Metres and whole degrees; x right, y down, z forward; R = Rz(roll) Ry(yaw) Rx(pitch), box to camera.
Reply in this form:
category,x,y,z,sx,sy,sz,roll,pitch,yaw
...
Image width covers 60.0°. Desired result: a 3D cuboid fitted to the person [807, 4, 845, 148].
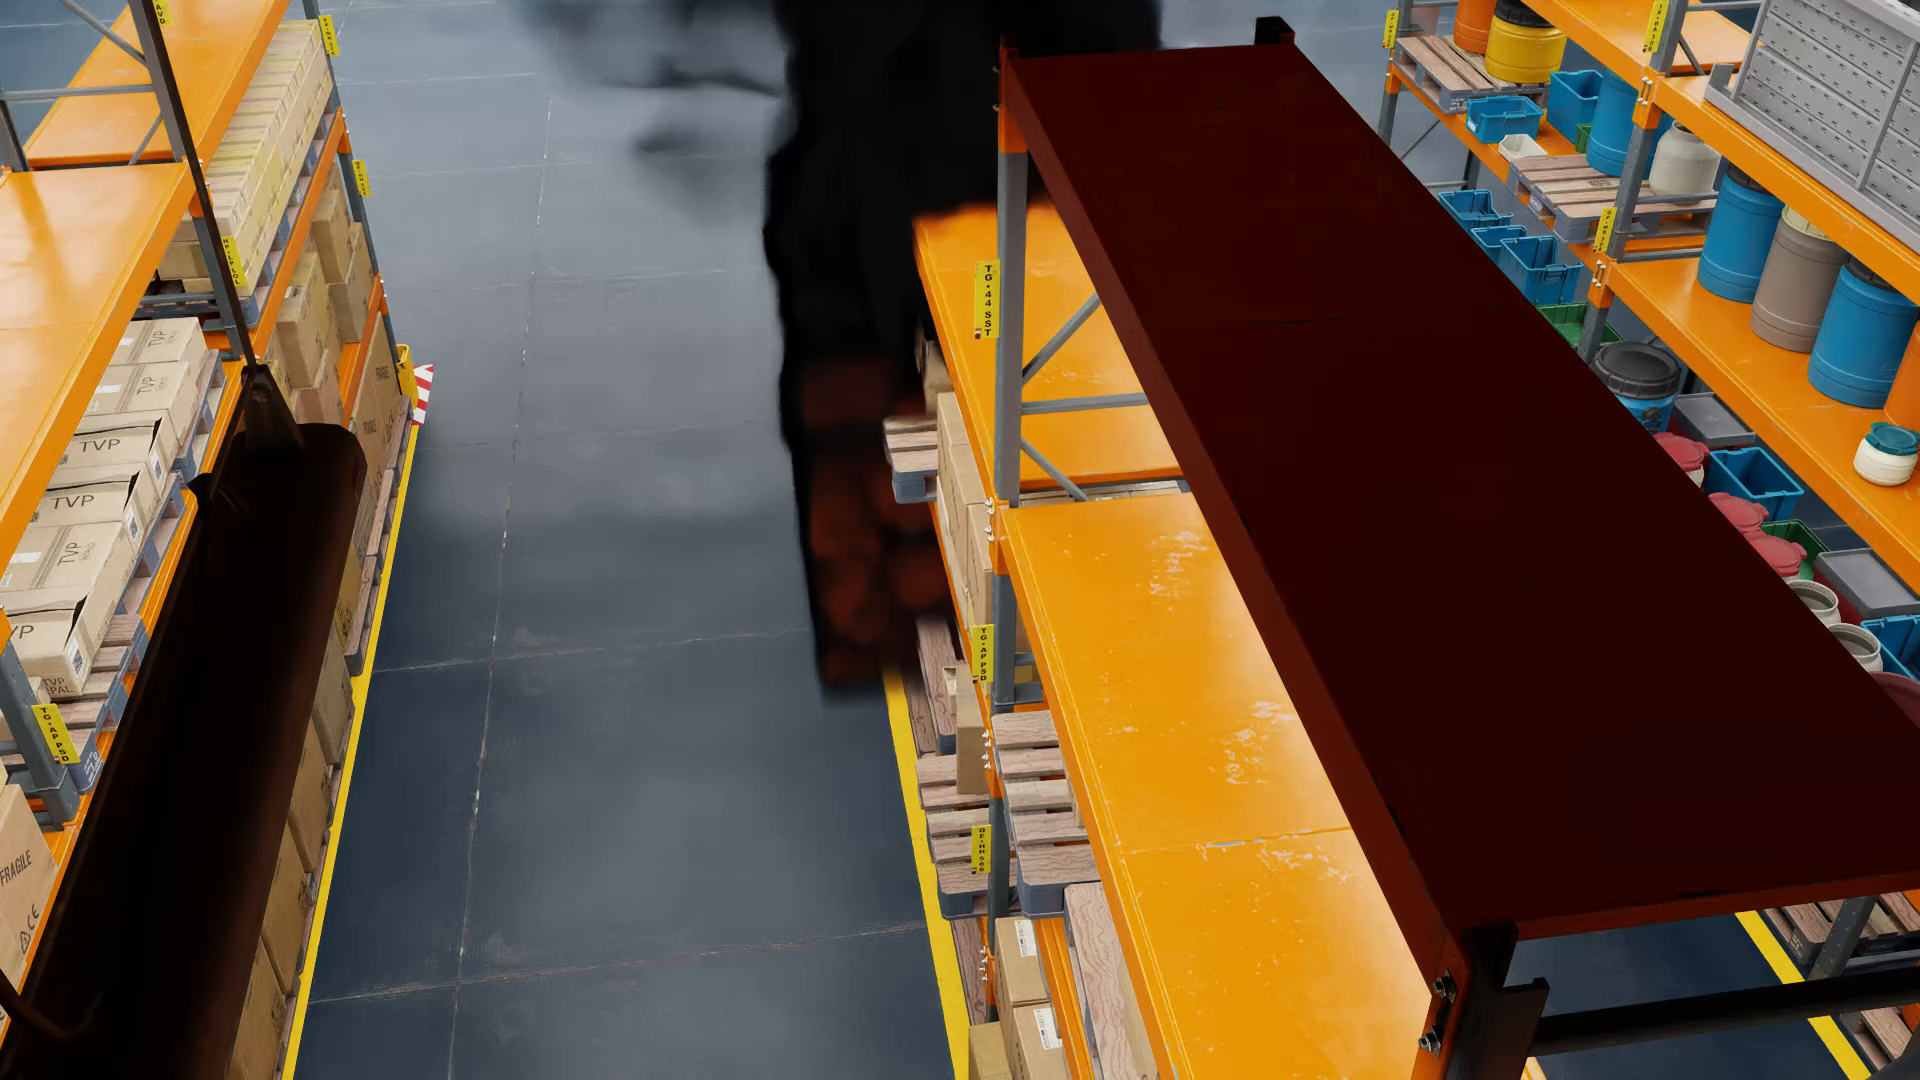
category,x,y,z,sx,sy,sz,roll,pitch,yaw
person,-1.464,-5.363,19.300,0.765,1.768,0.669,13,38,17
